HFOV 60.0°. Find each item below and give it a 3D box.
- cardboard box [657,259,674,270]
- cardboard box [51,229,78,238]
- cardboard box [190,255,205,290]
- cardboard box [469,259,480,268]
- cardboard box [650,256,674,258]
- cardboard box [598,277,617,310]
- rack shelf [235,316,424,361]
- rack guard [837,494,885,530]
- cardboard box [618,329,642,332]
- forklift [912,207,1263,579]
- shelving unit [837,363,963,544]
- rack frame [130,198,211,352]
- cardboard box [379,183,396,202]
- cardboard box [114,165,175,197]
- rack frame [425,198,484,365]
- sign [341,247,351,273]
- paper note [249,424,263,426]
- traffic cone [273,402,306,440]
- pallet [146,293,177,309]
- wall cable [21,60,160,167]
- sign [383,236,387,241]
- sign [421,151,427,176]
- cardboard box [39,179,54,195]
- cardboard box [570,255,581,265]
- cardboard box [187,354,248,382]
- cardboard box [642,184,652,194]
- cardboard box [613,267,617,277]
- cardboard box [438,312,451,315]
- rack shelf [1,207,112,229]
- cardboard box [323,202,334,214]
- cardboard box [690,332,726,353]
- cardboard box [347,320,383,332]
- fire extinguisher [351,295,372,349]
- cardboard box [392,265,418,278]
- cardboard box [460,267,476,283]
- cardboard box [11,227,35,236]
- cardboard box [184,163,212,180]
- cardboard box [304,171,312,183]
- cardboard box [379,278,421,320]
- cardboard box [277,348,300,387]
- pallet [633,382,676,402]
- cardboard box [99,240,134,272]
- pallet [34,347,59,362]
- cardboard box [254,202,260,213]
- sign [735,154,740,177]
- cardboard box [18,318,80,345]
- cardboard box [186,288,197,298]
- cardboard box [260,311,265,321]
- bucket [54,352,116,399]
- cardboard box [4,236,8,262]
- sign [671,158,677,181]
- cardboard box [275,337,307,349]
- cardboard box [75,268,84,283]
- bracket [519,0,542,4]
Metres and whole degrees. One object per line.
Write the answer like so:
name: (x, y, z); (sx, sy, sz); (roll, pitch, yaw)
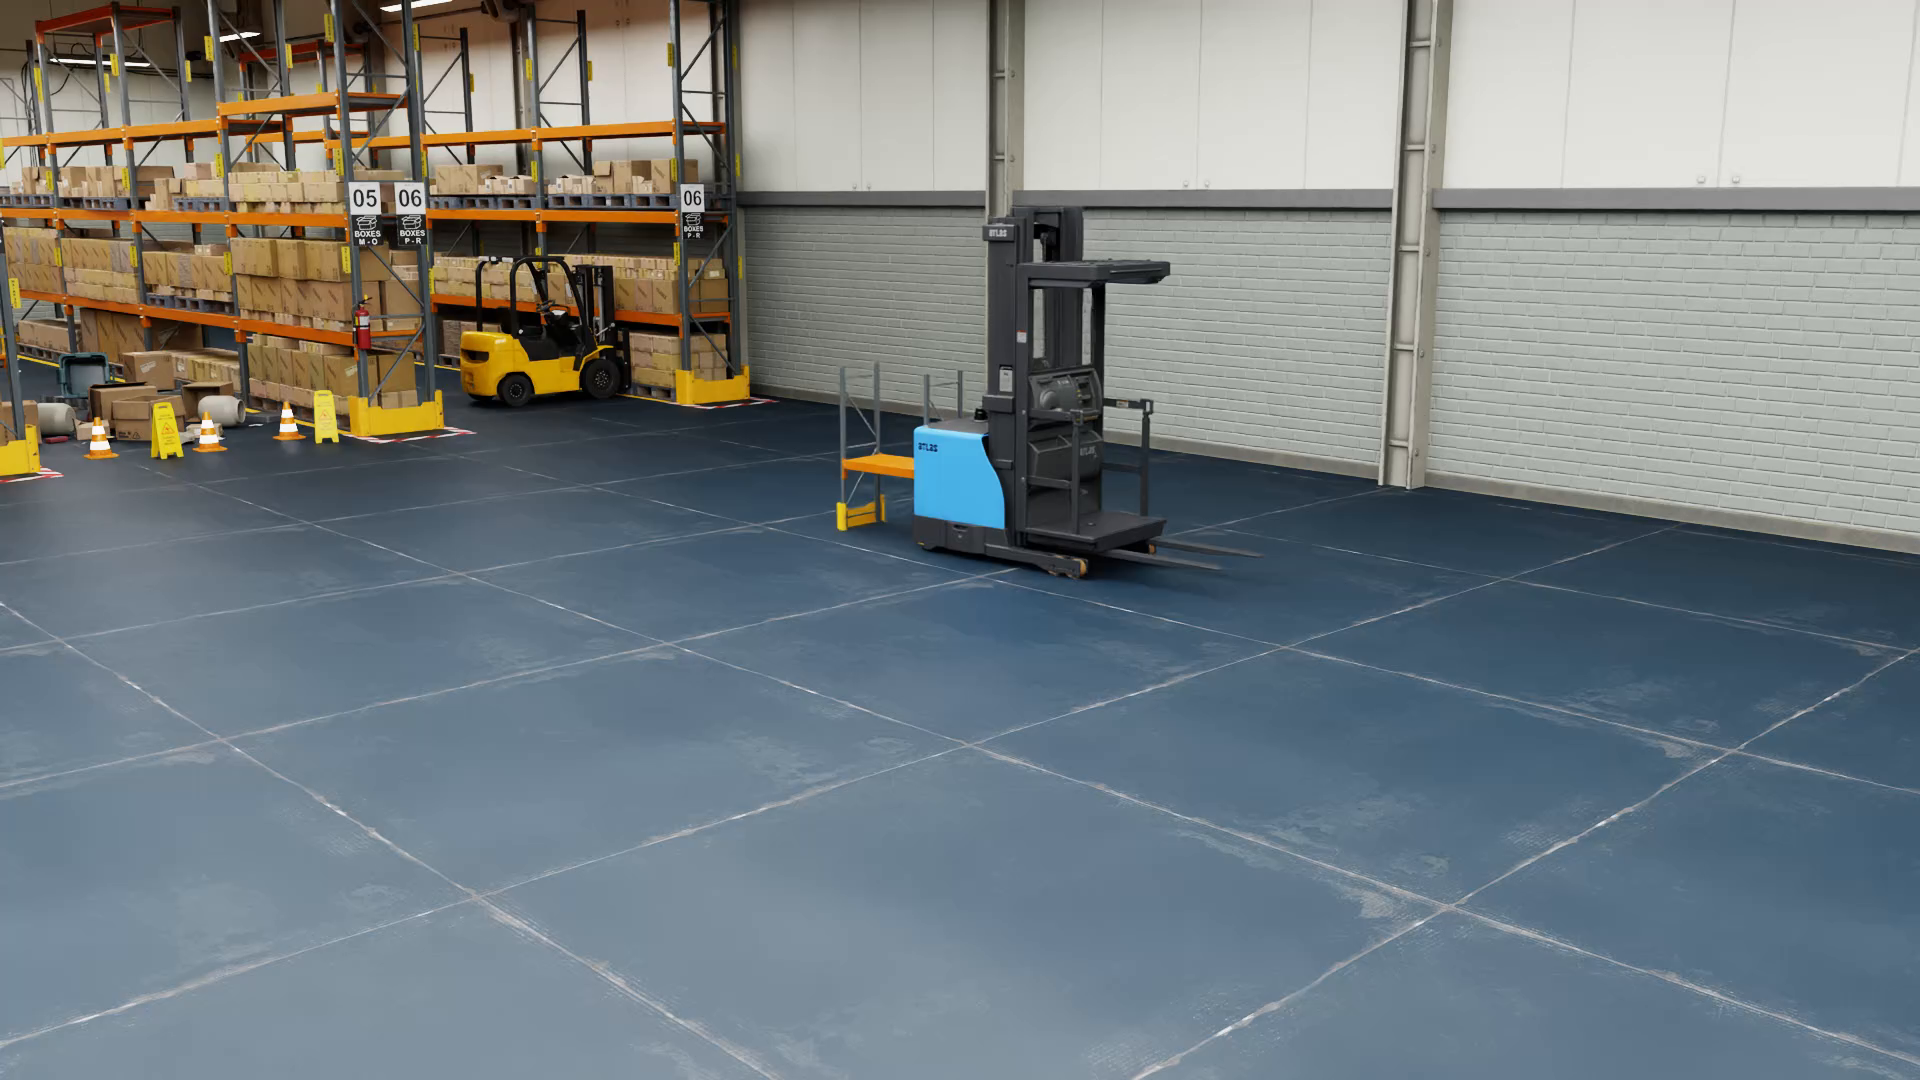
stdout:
cardboard box: (-4.334, -4.146, 25.010); (0.380, 0.149, 0.250); (-11, 16, -42)
cardboard box: (-16.058, -5.495, 29.817); (0.380, 0.149, 0.250); (-11, 16, -44)
cardboard box: (-11.271, -4.055, 25.133); (0.500, 0.500, 0.500); (-10, 15, -41)
cardboard box: (-8.360, -4.839, 29.109); (0.380, 0.149, 0.250); (-10, 16, -41)
cardboard box: (-4.637, -4.375, 26.120); (0.250, 0.149, 0.380); (11, 16, 44)
cardboard box: (-5.331, -3.887, 26.096); (0.500, 0.500, 0.500); (-11, 16, -42)
rack shelf: (-8.710, -2.826, 22.980); (1.077, 0.370, 4.000); (-11, 16, -43)
rack guard: (-0.923, -0.261, 15.558); (0.087, 0.250, 0.587); (10, 15, 39)
cardboard box: (-5.342, -3.173, 26.172); (0.500, 0.250, 0.500); (-11, 16, -44)
forklift: (1.039, -1.242, 13.675); (3.031, 2.935, 1.130); (10, 15, 39)
shelving unit: (-0.541, -0.808, 15.118); (1.083, 1.500, 0.587); (10, 15, 39)
rack frame: (-12.853, -4.054, 27.157); (1.000, 3.000, 0.127); (-11, 16, -43)
cardboard box: (-7.483, -4.539, 21.709); (0.500, 0.250, 0.500); (-11, 16, -44)
cardboard box: (-13.222, -5.814, 26.967); (0.637, 0.503, 0.797); (11, 16, 42)
rack frame: (-9.266, -4.747, 30.517); (1.000, 3.000, 0.127); (-11, 16, -43)
sign: (-7.744, -3.534, 20.980); (0.100, 0.325, 0.005); (-11, 16, -43)
paper note: (-9.468, -1.553, 22.376); (0.148, 0.019, 0.142); (6, 13, 26)
traffic cone: (-8.558, -1.527, 21.178); (0.336, 0.463, 0.334); (-11, 16, -43)
pallet: (-12.284, -3.871, 26.744); (1.213, 0.211, 1.003); (-11, 16, -43)
wall cable: (-19.923, -9.457, 38.418); (2.988, 3.039, 0.133); (-11, 16, -43)
sign: (-11.629, -5.975, 33.612); (0.100, 0.325, 0.005); (-11, 16, -43)
sign: (-6.936, -4.860, 21.466); (0.100, 0.325, 0.005); (-11, 16, -43)
cardboard box: (-16.288, -6.345, 29.885); (0.396, 0.266, 0.258); (-10, 15, -41)
cardboard box: (-6.069, -4.526, 26.853); (0.380, 0.149, 0.250); (-11, 16, -44)
cardboard box: (-11.435, -2.671, 25.915); (0.950, 0.372, 0.625); (-10, 15, -41)
cardboard box: (-4.533, -5.258, 24.902); (0.250, 0.149, 0.380); (11, 16, 44)
cardboard box: (-5.194, -4.190, 25.961); (0.380, 0.149, 0.250); (-11, 16, -43)
cardboard box: (-9.794, -4.233, 31.570); (0.380, 0.149, 0.250); (-11, 16, -42)
rack shelf: (-16.996, -6.047, 31.177); (1.077, 0.370, 4.000); (-11, 16, -43)
cardboard box: (-7.973, -4.278, 21.430); (0.380, 0.149, 0.250); (-11, 16, -42)
cardboard box: (-3.936, -3.024, 25.453); (0.500, 0.250, 0.500); (-11, 16, -43)
cardboard box: (-7.741, -2.789, 21.636); (0.380, 0.149, 0.250); (-10, 15, -41)
fire extinguisher: (-7.583, -2.768, 21.105); (0.296, 0.674, 0.183); (-11, 16, -43)
cardboard box: (-10.228, -4.988, 31.018); (0.500, 0.250, 0.500); (11, 16, 42)
cardboard box: (-8.443, -4.667, 29.264); (0.500, 0.250, 0.500); (11, 16, 44)
cardboard box: (-17.809, -5.870, 31.636); (0.250, 0.149, 0.380); (11, 16, 43)
cardboard box: (-11.304, -5.530, 24.976); (0.500, 0.250, 0.500); (-11, 16, -42)
cardboard box: (-8.417, -4.790, 21.942); (0.380, 0.149, 0.250); (-11, 16, -43)
cardboard box: (-7.455, -3.189, 21.973); (0.500, 0.500, 0.500); (-11, 16, -43)
cardboard box: (-9.143, -2.421, 23.143); (0.500, 0.500, 0.500); (-10, 15, -40)
pallet: (-4.299, -2.319, 25.645); (1.003, 0.211, 1.213); (-11, 16, -43)
cardboard box: (-14.098, -4.779, 27.950); (0.500, 0.500, 0.500); (-11, 16, -43)
pallet: (-16.931, -3.572, 31.728); (1.003, 0.211, 1.213); (-11, 16, -43)
cardboard box: (-9.661, -4.670, 23.336); (0.380, 0.149, 0.250); (-11, 16, -43)
sign: (-3.335, -5.592, 24.822); (0.100, 0.325, 0.005); (-11, 16, -43)
cardboard box: (-17.850, -4.090, 32.641); (0.875, 0.438, 0.875); (11, 16, 43)
cardboard box: (-11.682, -3.821, 25.607); (0.380, 0.149, 0.250); (-10, 15, -41)
cardboard box: (-9.688, -3.193, 23.598); (0.380, 0.149, 0.250); (-11, 16, -43)
bucket: (-11.840, -2.209, 22.544); (0.726, 0.611, 0.620); (-5, 3, -23)
cardboard box: (-18.252, -5.651, 32.181); (0.500, 0.500, 0.500); (-11, 16, -44)
sign: (-4.143, -5.370, 24.109); (0.100, 0.325, 0.005); (-11, 16, -43)
cardboard box: (-9.291, -2.751, 23.136); (0.380, 0.149, 0.250); (-10, 15, -39)
cardboard box: (-15.135, -4.634, 29.103); (0.500, 0.250, 0.500); (-11, 16, -42)
bracket: (-5.892, -8.895, 26.863); (0.076, 0.066, 4.783); (-11, 16, -43)
